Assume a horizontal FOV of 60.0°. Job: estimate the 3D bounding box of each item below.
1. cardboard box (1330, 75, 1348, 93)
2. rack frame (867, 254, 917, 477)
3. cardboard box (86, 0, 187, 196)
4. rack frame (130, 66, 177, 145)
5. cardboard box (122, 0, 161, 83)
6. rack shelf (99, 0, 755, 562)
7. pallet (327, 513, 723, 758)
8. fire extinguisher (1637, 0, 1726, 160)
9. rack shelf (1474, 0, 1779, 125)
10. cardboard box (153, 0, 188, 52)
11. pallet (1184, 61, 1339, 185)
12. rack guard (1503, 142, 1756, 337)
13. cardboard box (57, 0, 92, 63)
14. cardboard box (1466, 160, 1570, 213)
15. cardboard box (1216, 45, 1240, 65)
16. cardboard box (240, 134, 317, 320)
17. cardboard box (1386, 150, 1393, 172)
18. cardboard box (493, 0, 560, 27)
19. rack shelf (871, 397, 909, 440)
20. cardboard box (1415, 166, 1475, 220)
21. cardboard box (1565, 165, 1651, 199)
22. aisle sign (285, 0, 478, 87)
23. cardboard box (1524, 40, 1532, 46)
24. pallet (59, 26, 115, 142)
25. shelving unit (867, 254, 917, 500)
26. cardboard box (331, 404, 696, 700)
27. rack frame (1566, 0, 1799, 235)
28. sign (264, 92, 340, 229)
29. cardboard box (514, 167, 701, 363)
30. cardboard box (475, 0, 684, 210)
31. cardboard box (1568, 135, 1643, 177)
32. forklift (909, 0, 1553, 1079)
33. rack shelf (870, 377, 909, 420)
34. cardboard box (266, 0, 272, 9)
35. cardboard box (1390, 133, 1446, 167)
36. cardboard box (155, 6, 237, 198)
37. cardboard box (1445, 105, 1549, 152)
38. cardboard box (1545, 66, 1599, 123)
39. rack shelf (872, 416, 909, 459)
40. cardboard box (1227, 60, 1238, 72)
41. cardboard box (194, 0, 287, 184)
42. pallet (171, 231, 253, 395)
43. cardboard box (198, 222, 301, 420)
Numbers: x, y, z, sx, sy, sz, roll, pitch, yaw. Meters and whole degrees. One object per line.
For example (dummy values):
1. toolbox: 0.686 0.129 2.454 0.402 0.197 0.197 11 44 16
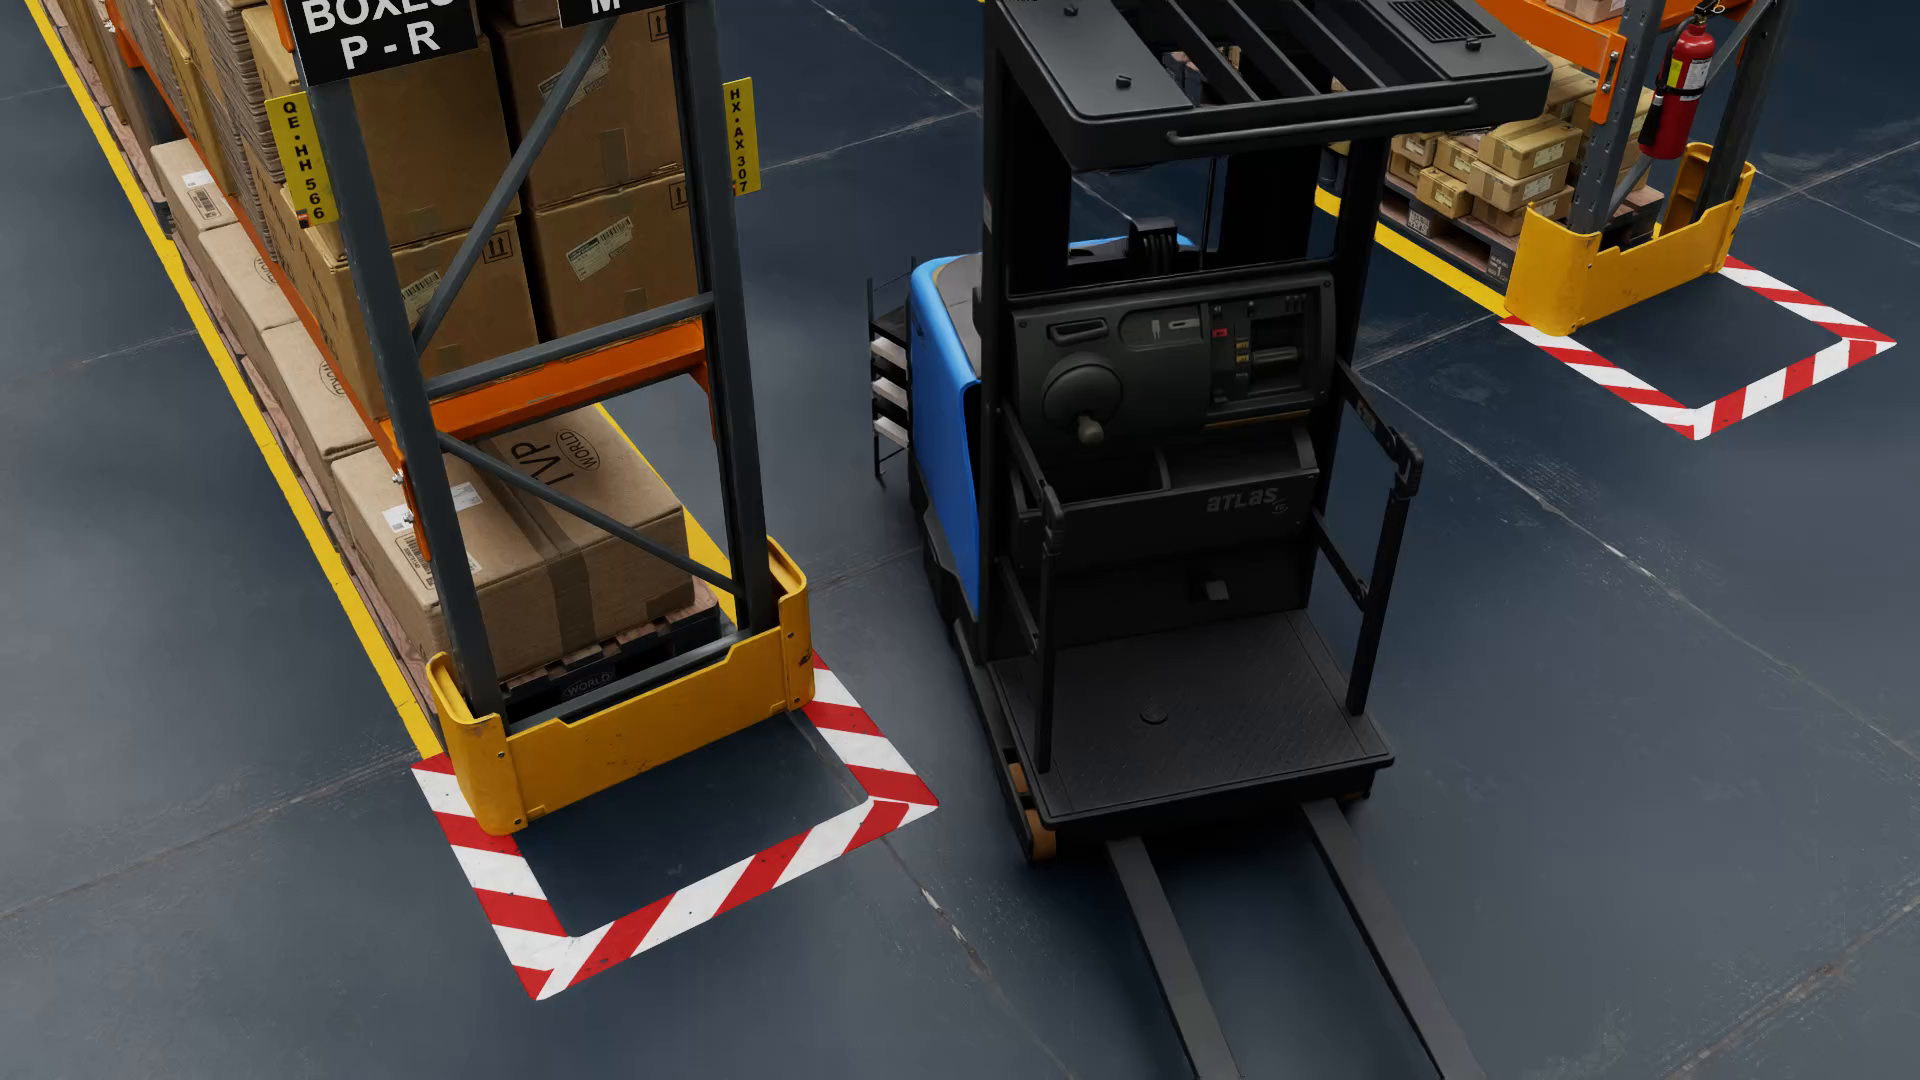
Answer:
1. cardboard box: 1.948 -2.316 8.120 0.380 0.149 0.250 -21 44 -23
2. rack frame: -0.247 -0.647 6.324 0.240 0.900 0.006 -32 49 -33
3. cardboard box: -3.614 -2.336 8.042 0.875 0.875 0.875 -21 44 -23
4. rack frame: -3.213 -2.684 7.128 1.000 3.000 0.127 -22 45 -24
5. cardboard box: -2.915 -2.106 6.356 0.500 0.500 0.500 -22 45 -24
6. rack shelf: -2.138 -1.328 6.063 1.077 0.370 4.000 -22 45 -24
7. pallet: -1.559 0.141 5.915 1.003 0.211 1.213 -22 45 -24
8. fire extinguisher: 2.803 -1.816 6.438 0.296 0.674 0.183 -22 45 -24
9. rack shelf: 1.981 -3.087 8.173 1.077 0.370 4.000 -22 45 -24
10. cardboard box: -2.360 -1.938 5.374 0.500 0.500 0.500 -23 45 -25
11. pallet: 1.957 -2.362 8.919 1.003 0.211 1.213 -22 45 -24
12. rack guard: 3.016 -1.364 7.497 1.175 0.500 0.348 -22 45 -24
13. cardboard box: -4.587 -3.304 9.203 0.875 0.875 0.875 -22 44 -24
14. cardboard box: 2.532 -1.651 7.554 0.380 0.149 0.250 -23 45 -25
15. cardboard box: 1.557 -2.631 8.731 0.380 0.149 0.250 -23 45 -25
16. cardboard box: -1.802 -1.009 5.040 0.500 0.500 0.500 -23 45 -25
17. cardboard box: 2.161 -1.967 8.166 0.380 0.149 0.250 -22 44 -24
18. cardboard box: -1.020 -1.484 4.322 0.380 0.149 0.250 -21 44 -24
19. rack shelf: -0.176 -0.506 6.347 0.258 0.077 0.200 -32 49 -33
20. cardboard box: 2.374 -1.666 7.805 0.380 0.149 0.250 -21 44 -23
21. cardboard box: 3.045 -1.743 7.897 0.380 0.149 0.250 -21 44 -24
22. aisle sign: -1.285 -1.378 3.530 0.394 0.787 0.004 -22 45 -24
23. cardboard box: 2.581 -2.371 8.186 0.380 0.149 0.250 -24 46 -26
24. pallet: -4.352 -2.663 9.280 1.003 0.211 1.213 -22 45 -24
25. shelving unit: -0.176 -0.601 6.268 0.258 0.900 0.210 -32 49 -33
26. cardboard box: -1.502 -0.024 5.609 0.875 0.438 0.875 -24 45 -26
27. rack frame: 3.057 -2.284 6.647 1.000 3.000 0.127 -22 45 -24
28. sign: -1.528 -0.882 3.875 0.100 0.325 0.005 -22 45 -24
29. cardboard box: -1.079 -0.921 4.935 0.500 0.500 0.500 -23 45 -25
30. cardboard box: -1.081 -1.305 4.614 0.500 0.500 0.500 -23 45 -25
31. cardboard box: 2.991 -1.835 7.776 0.380 0.149 0.250 -20 44 -23
32. forklift: 0.657 -0.422 4.467 1.130 2.935 3.031 -9 41 -10
33. rack shelf: -0.176 -0.575 6.289 0.258 0.077 0.200 -32 49 -33
34. cardboard box: -1.581 -1.450 4.282 0.380 0.149 0.250 -21 44 -24
35. cardboard box: 2.251 -1.930 7.890 0.380 0.149 0.250 -24 45 -26
36. cardboard box: -2.376 -1.557 5.698 0.500 0.500 0.500 -21 44 -23
37. cardboard box: 2.472 -1.932 7.660 0.380 0.149 0.250 -21 44 -24
38. cardboard box: 2.812 -2.085 7.844 0.380 0.149 0.250 -21 44 -24
39. rack shelf: -0.176 -0.437 6.404 0.258 0.077 0.200 -32 49 -33
40. cardboard box: 1.563 -2.515 8.824 0.380 0.149 0.250 -23 45 -26
41. cardboard box: -1.828 -1.398 4.725 0.500 0.500 0.500 -22 45 -24
42. pallet: -2.871 -1.176 7.496 1.003 0.211 1.213 -22 45 -24
43. cardboard box: -2.484 -1.002 6.783 0.875 0.438 0.875 -24 45 -26
